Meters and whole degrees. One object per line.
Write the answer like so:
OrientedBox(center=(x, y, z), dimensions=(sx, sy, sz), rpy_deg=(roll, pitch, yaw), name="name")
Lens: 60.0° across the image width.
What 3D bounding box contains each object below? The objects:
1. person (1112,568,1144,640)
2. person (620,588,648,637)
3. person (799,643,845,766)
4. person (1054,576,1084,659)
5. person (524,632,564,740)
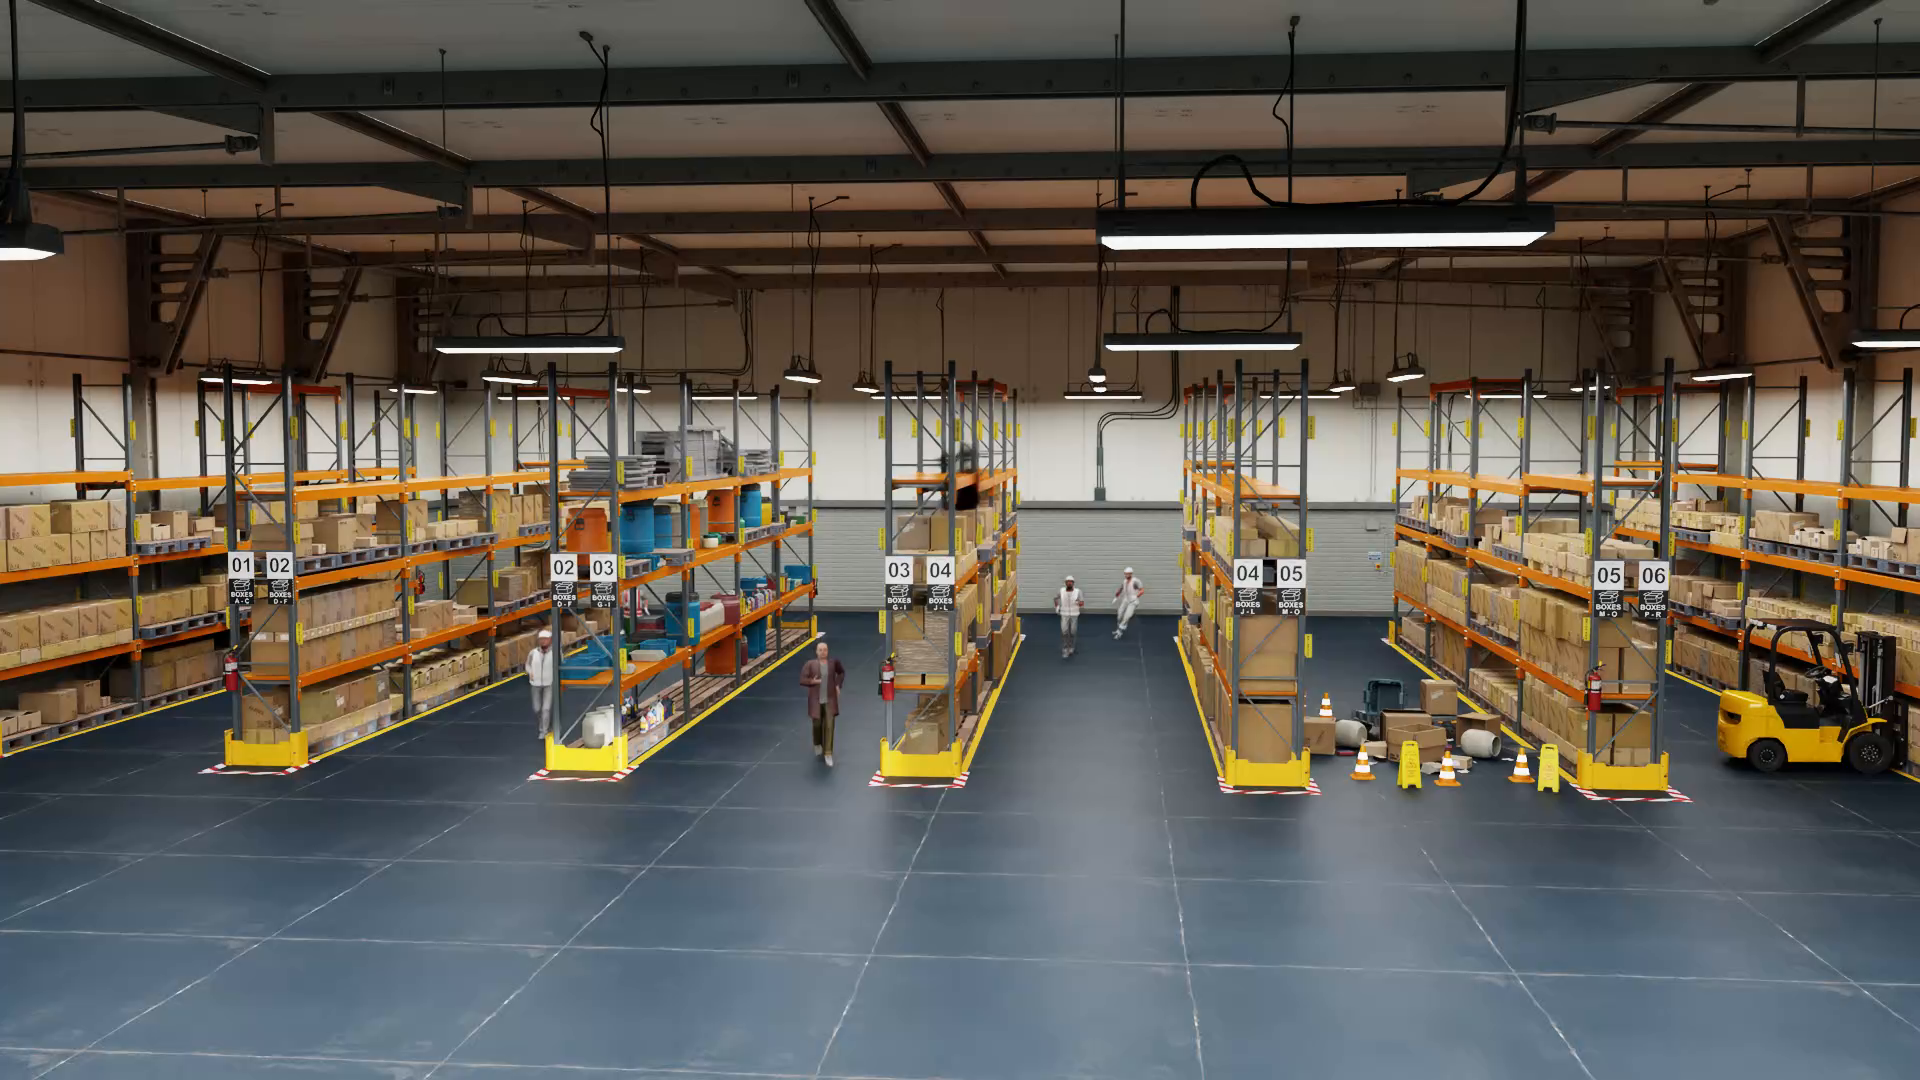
OrientedBox(center=(3.936, 1.512, 39.751), dimensions=(0.920, 1.717, 0.832), rpy_deg=(3, 5, 39), name="person")
OrientedBox(center=(-7.100, 1.709, 36.071), dimensions=(0.661, 1.813, 0.929), rpy_deg=(0, 4, -3), name="person")
OrientedBox(center=(-2.060, 2.436, 24.978), dimensions=(0.711, 1.765, 1.033), rpy_deg=(-1, 4, -9), name="person")
OrientedBox(center=(2.409, 1.702, 36.690), dimensions=(0.659, 1.839, 0.734), rpy_deg=(0, 4, 2), name="person")
OrientedBox(center=(-6.775, 2.354, 27.113), dimensions=(0.650, 1.741, 0.670), rpy_deg=(0, 4, -4), name="person")
